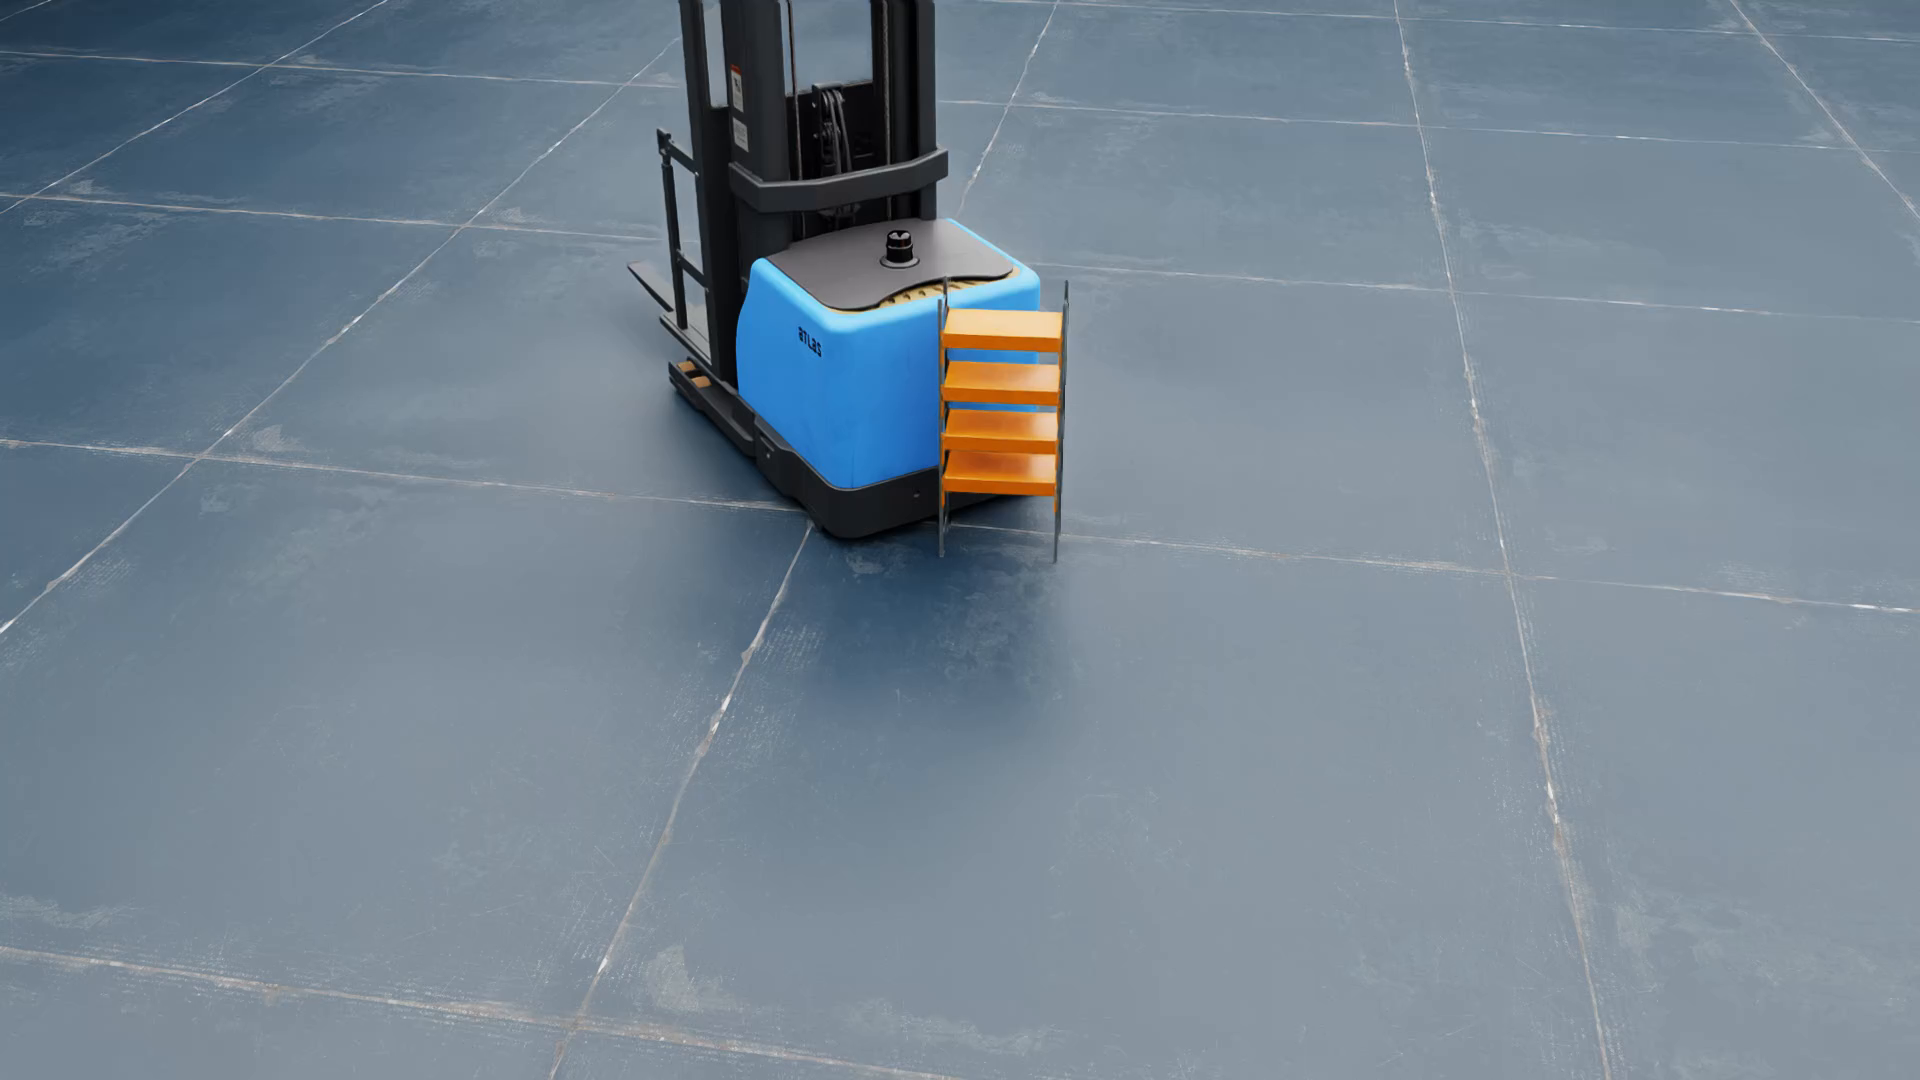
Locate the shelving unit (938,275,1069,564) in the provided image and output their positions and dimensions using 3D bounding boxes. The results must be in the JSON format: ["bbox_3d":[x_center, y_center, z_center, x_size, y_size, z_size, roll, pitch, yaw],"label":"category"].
[{"bbox_3d":[0.174,-0.481,6.887,0.503,1.200,0.258,3,32,5],"label":"shelving unit"}]

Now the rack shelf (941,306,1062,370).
[{"bbox_3d":[0.174,-0.814,6.679,0.480,0.148,0.258,3,32,5],"label":"rack shelf"}]

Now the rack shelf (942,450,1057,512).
[{"bbox_3d":[0.174,-0.255,7.028,0.480,0.148,0.258,3,32,5],"label":"rack shelf"}]

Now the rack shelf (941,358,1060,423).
[{"bbox_3d":[0.174,-0.613,6.804,0.480,0.148,0.258,3,32,5],"label":"rack shelf"}]

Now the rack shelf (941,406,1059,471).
[{"bbox_3d":[0.174,-0.424,6.923,0.480,0.148,0.258,3,32,5],"label":"rack shelf"}]

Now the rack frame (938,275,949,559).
[{"bbox_3d":[-0.069,-0.493,6.906,0.015,1.200,0.240,3,32,5],"label":"rack frame"}]

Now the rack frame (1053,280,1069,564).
[{"bbox_3d":[0.417,-0.469,6.868,0.015,1.200,0.240,3,32,5],"label":"rack frame"}]

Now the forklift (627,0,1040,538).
[{"bbox_3d":[-0.816,-2.002,7.685,1.130,2.935,3.031,-17,36,-25],"label":"forklift"}]
